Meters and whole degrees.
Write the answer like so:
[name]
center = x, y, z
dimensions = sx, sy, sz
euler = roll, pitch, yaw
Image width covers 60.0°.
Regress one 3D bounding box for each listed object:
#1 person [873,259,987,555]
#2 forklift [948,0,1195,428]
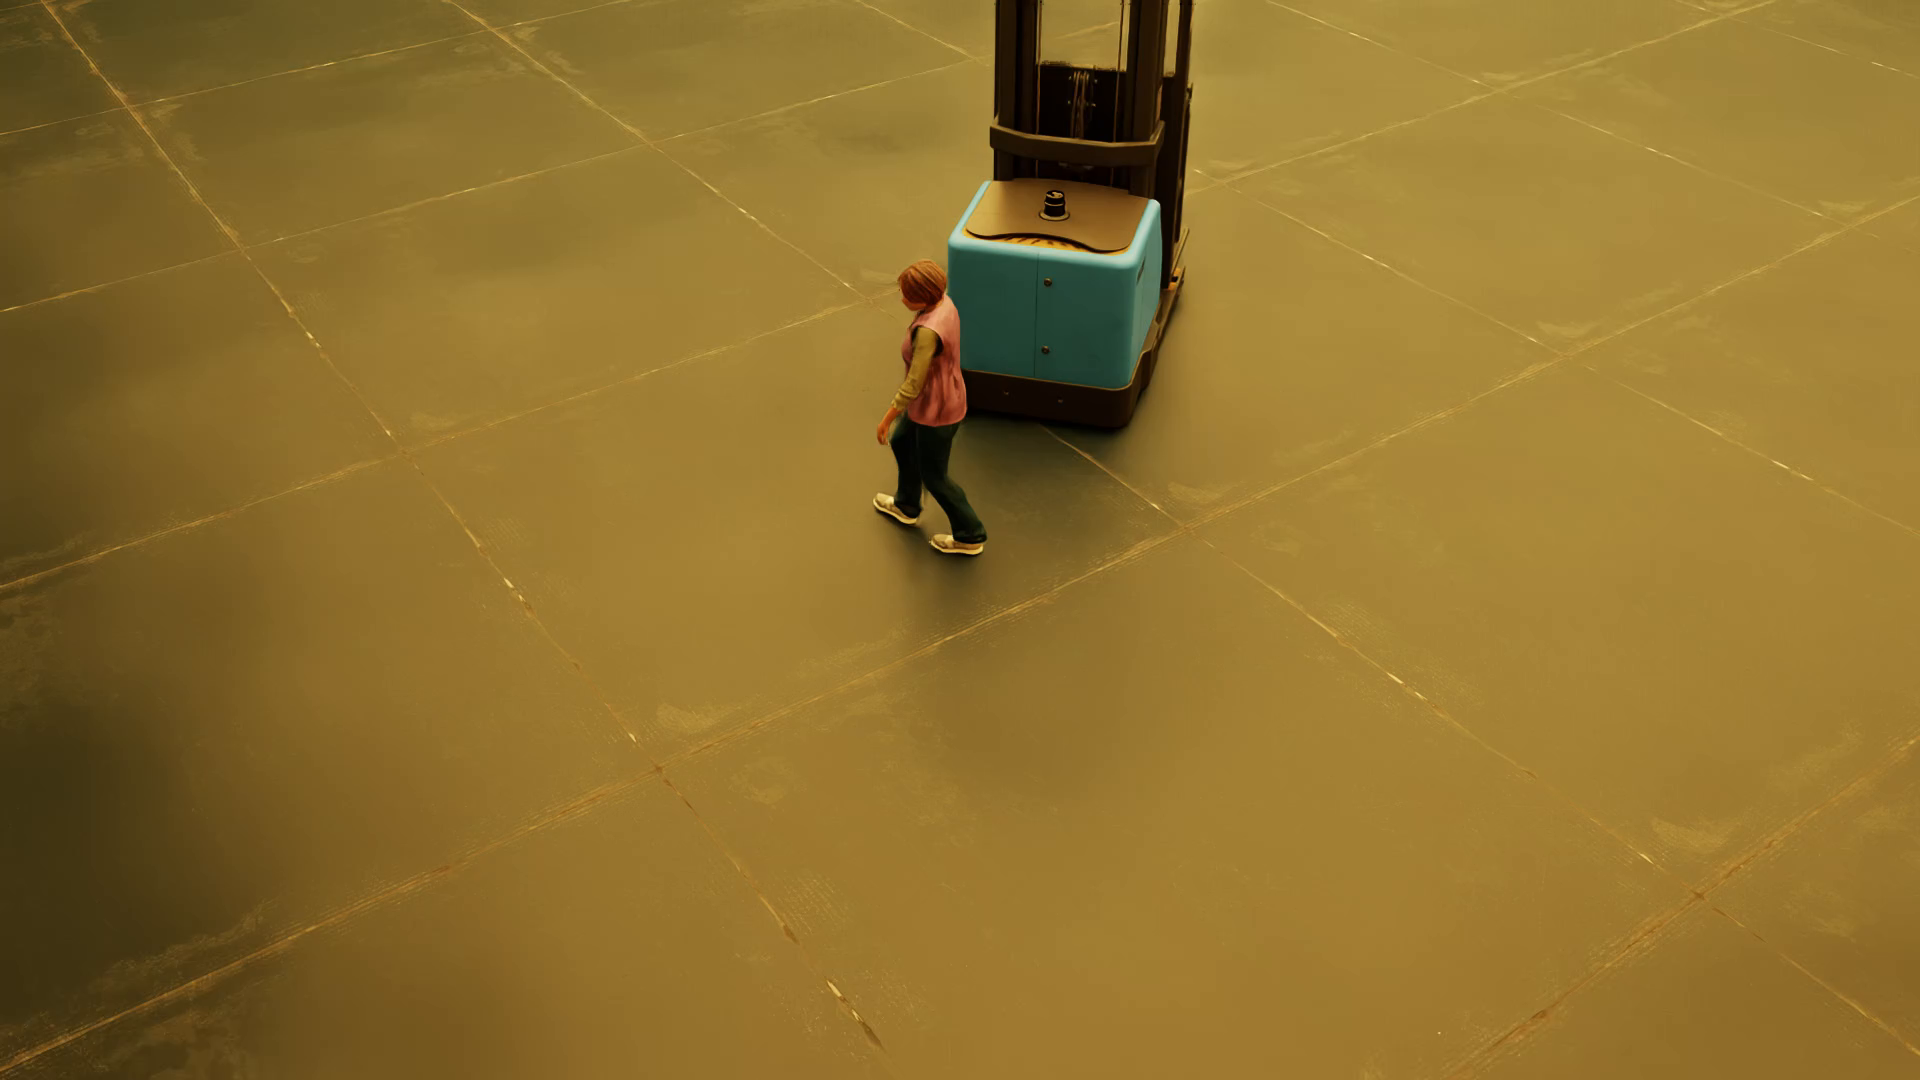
[person]
center = -0.163, -0.639, 7.969
dimensions = 0.616, 1.559, 0.532
euler = 3, 37, 4
[forklift]
center = 0.797, -2.673, 9.559
dimensions = 1.130, 2.935, 3.031
euler = 9, 37, 12
